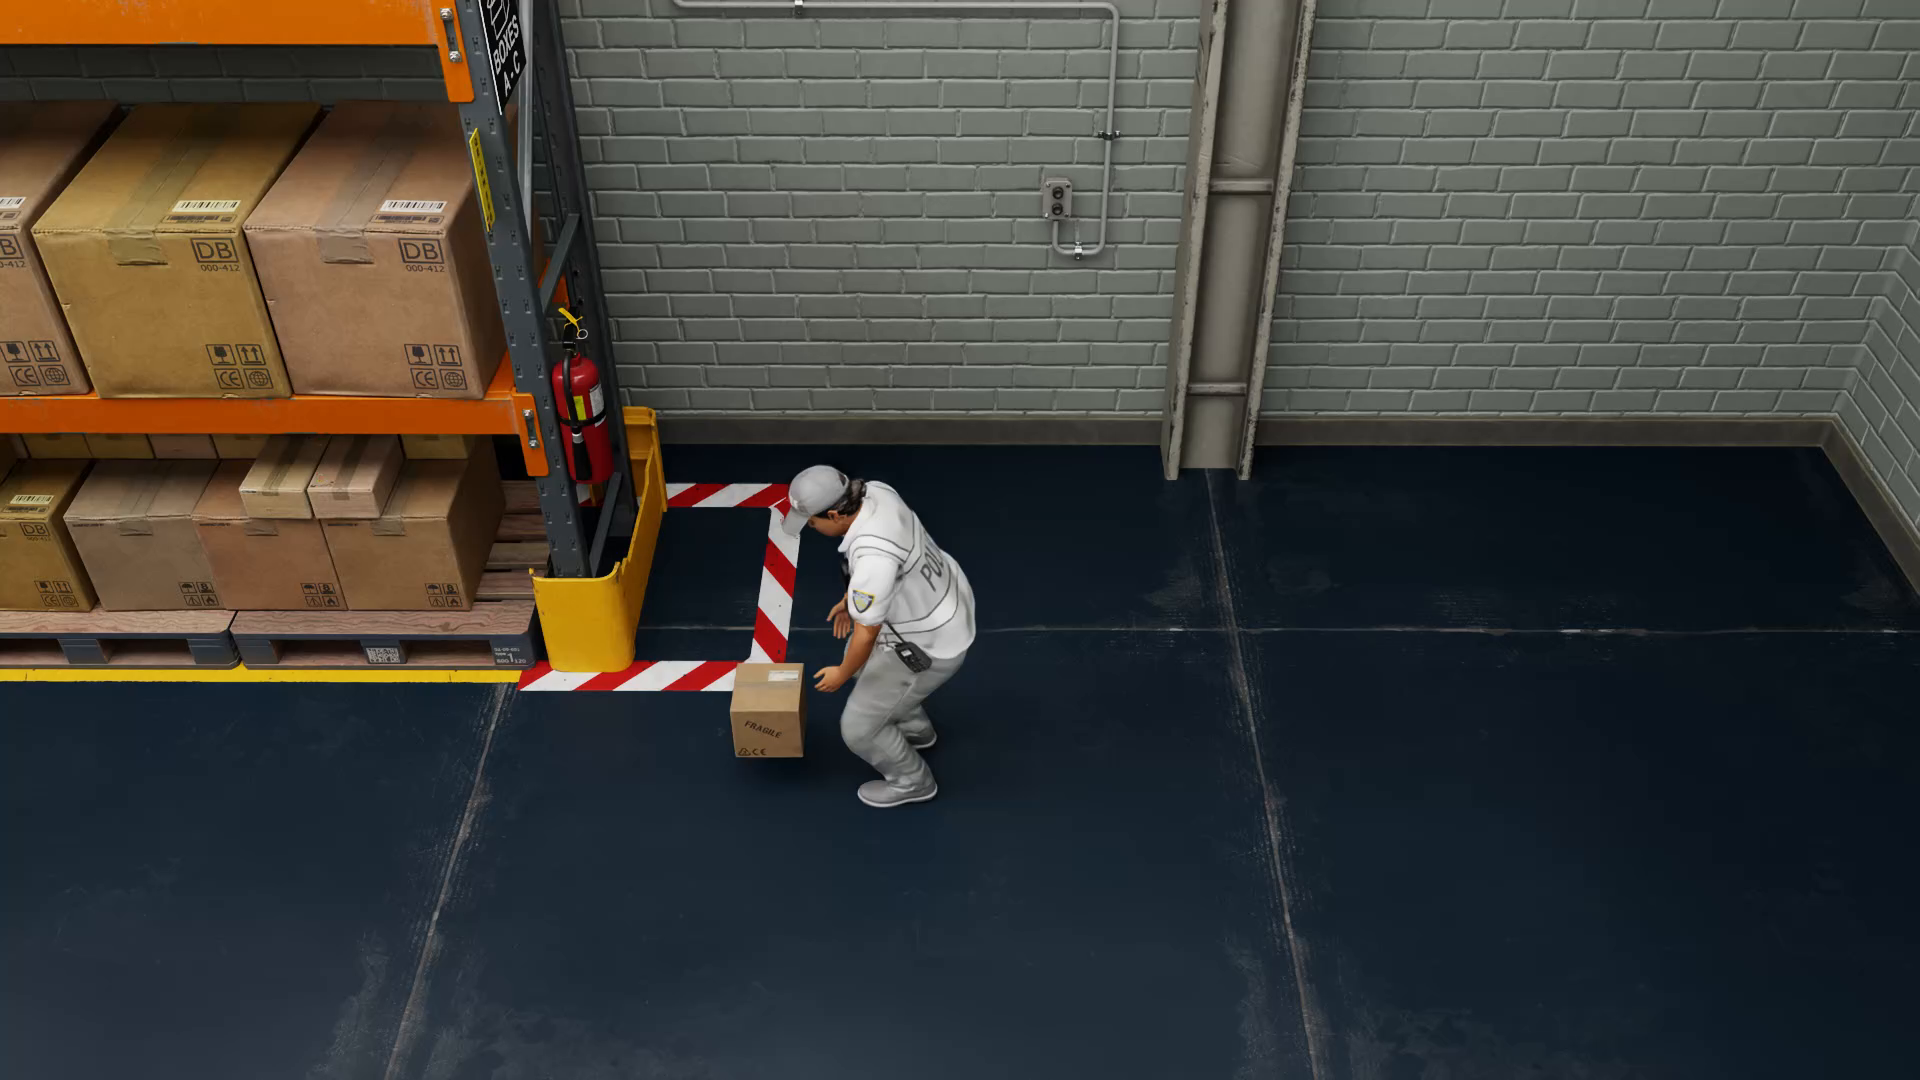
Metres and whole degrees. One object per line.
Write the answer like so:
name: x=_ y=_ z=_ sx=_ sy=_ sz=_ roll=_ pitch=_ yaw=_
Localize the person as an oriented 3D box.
person: x=-0.282 y=0.340 z=5.901 sx=0.627 sy=1.480 sz=0.528 roll=0 pitch=40 yaw=0
